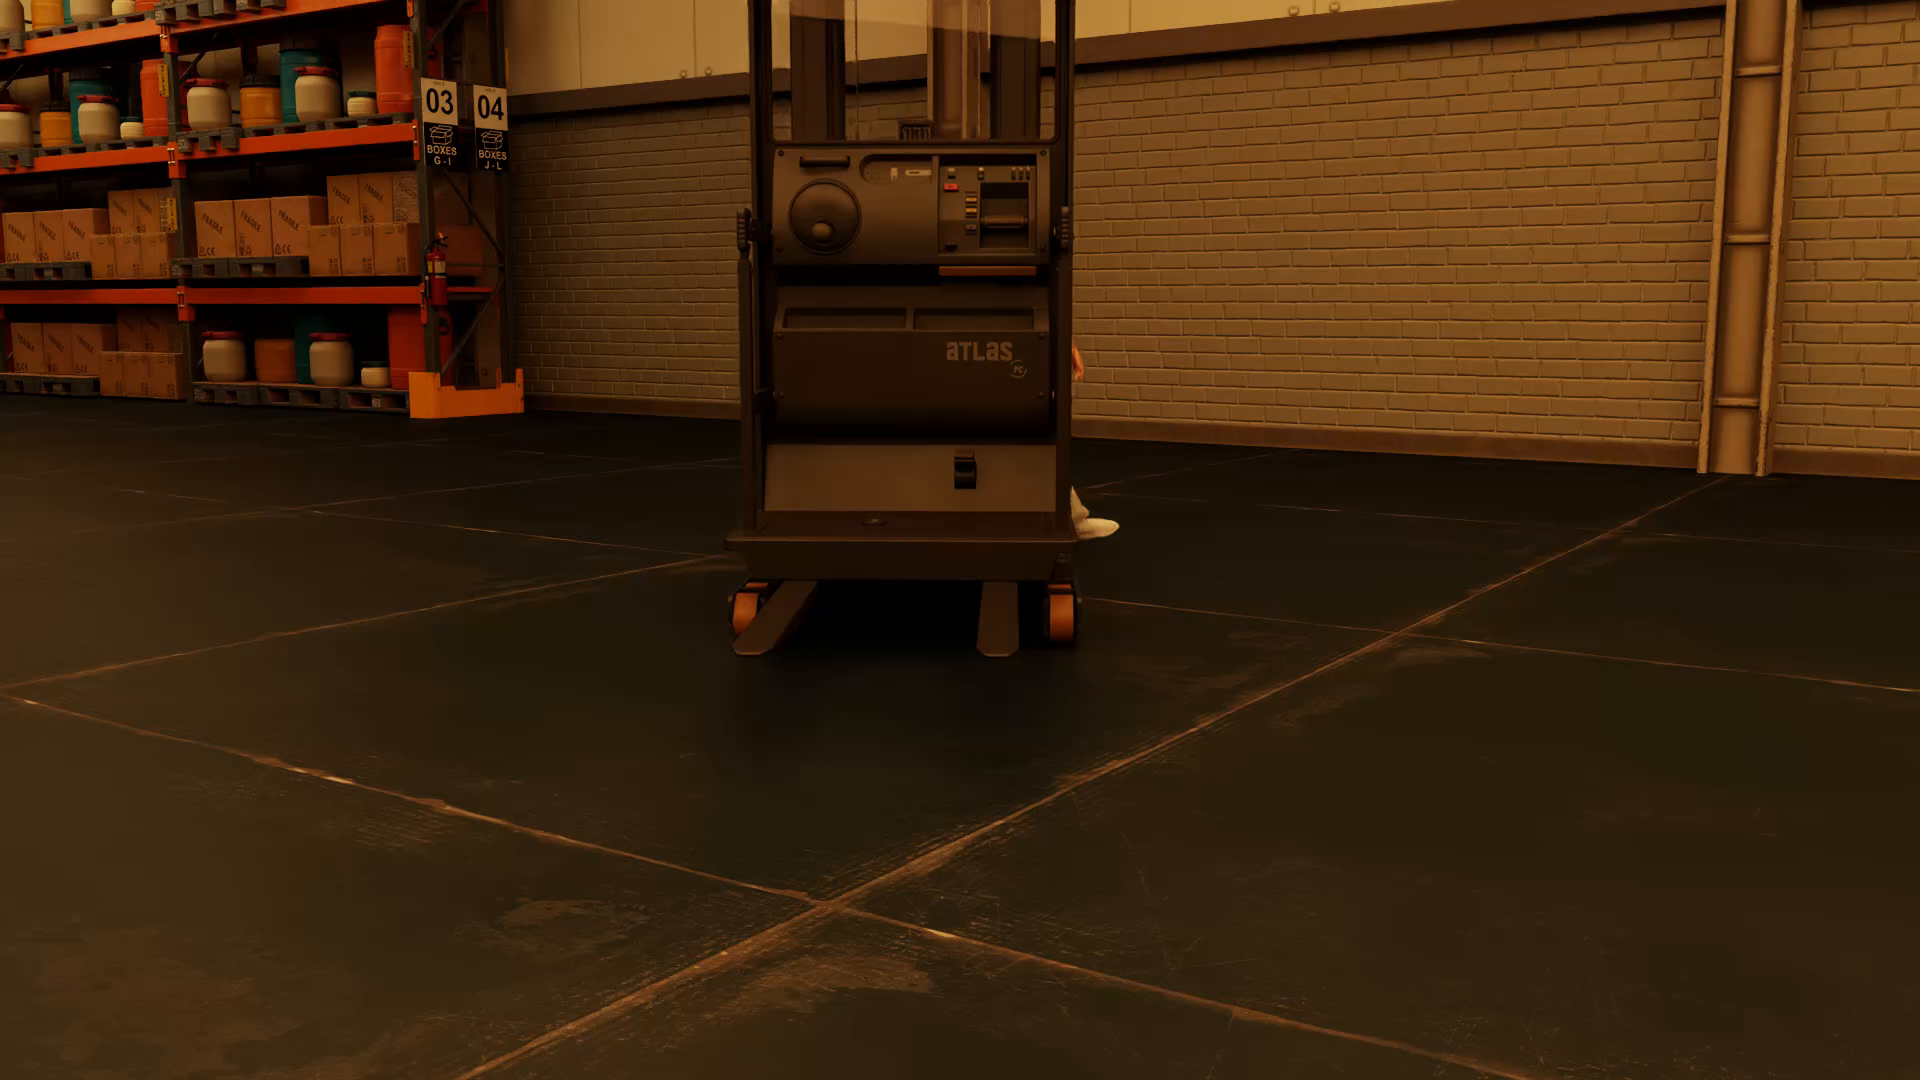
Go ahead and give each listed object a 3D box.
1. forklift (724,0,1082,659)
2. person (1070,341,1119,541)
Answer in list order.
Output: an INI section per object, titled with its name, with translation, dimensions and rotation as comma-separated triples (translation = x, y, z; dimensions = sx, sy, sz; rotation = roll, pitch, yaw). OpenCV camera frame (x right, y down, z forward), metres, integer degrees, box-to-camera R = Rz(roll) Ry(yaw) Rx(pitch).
[forklift]
translation = -0.167, -1.163, 5.374
dimensions = 1.130, 2.935, 3.031
rotation = 0, 8, 2
[person]
translation = 0.328, -0.777, 7.266
dimensions = 0.814, 1.640, 0.624
rotation = 3, 9, 19
